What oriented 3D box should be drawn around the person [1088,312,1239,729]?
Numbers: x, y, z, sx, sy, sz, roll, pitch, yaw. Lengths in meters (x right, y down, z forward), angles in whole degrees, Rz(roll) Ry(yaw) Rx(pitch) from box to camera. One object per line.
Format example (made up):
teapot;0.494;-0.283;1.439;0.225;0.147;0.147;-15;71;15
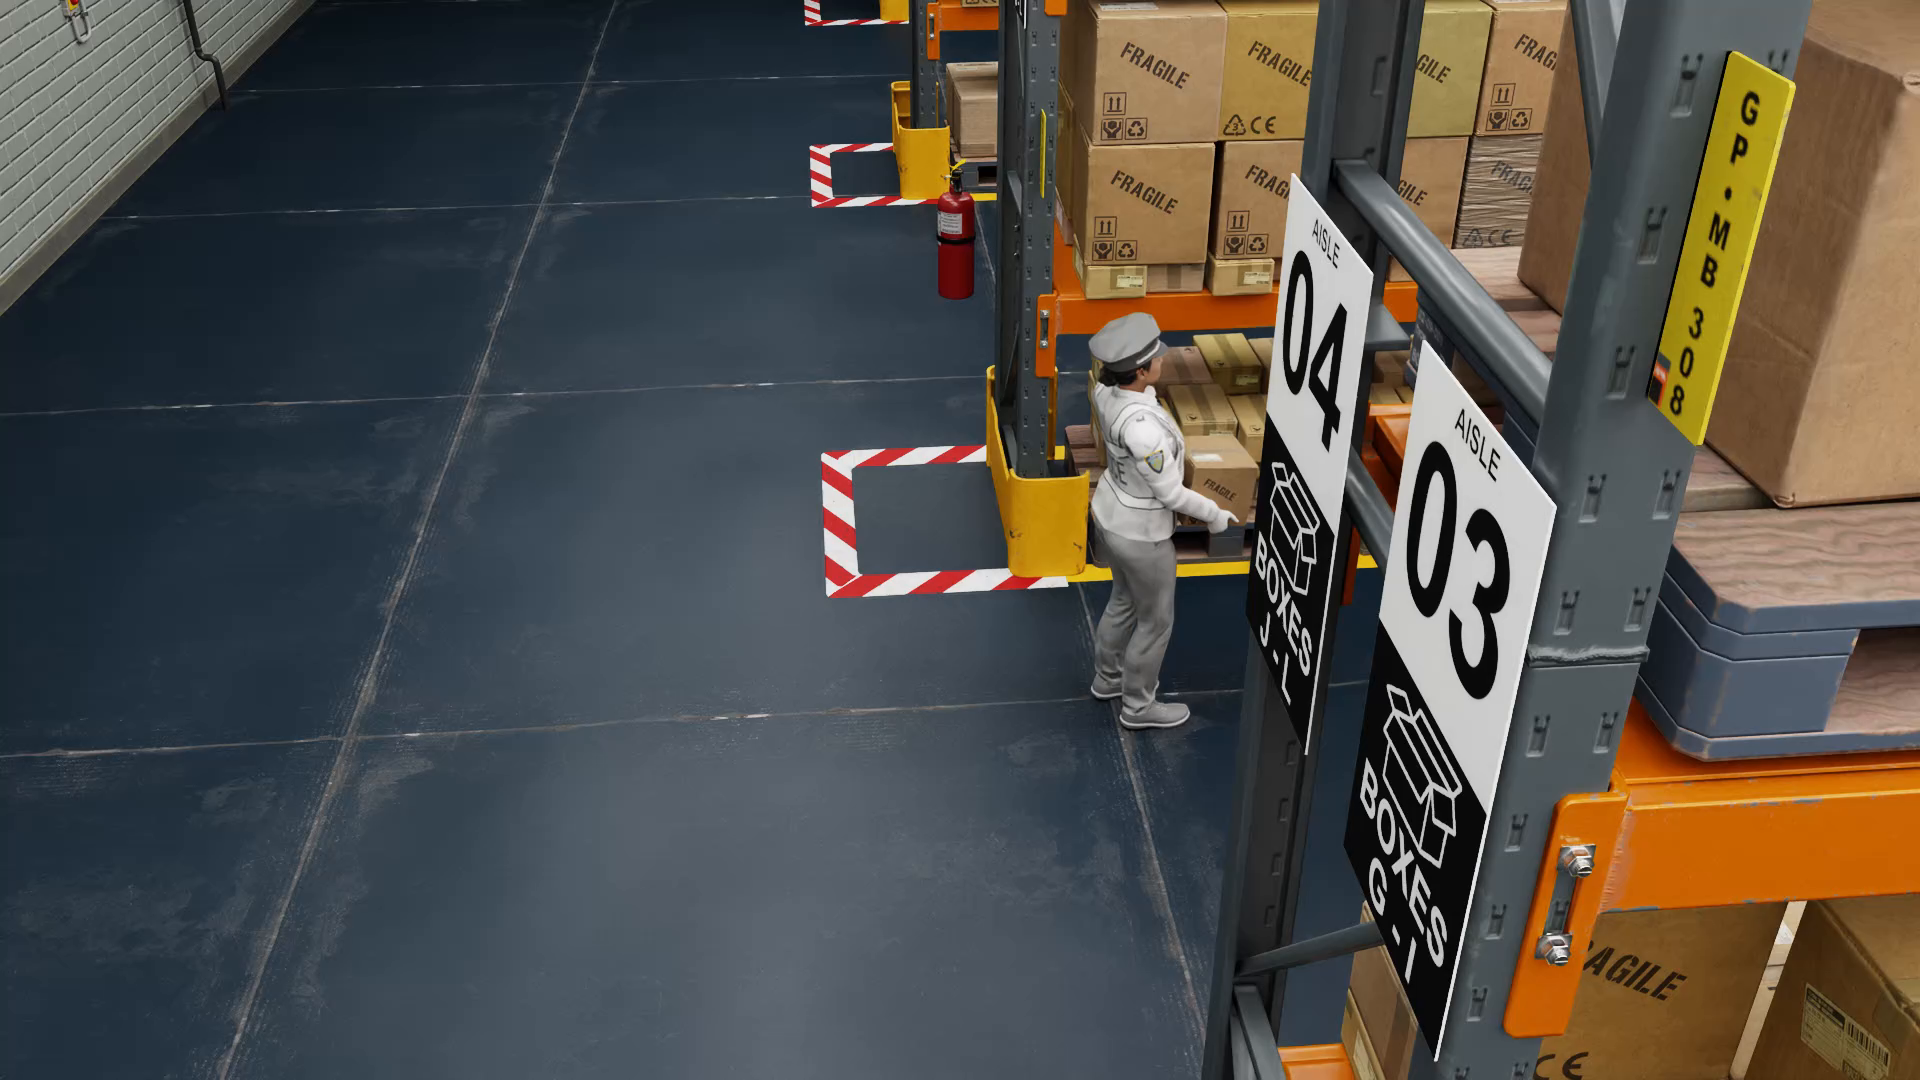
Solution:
person;0.729;-0.054;6.203;0.546;1.687;0.459;-7;32;-11
